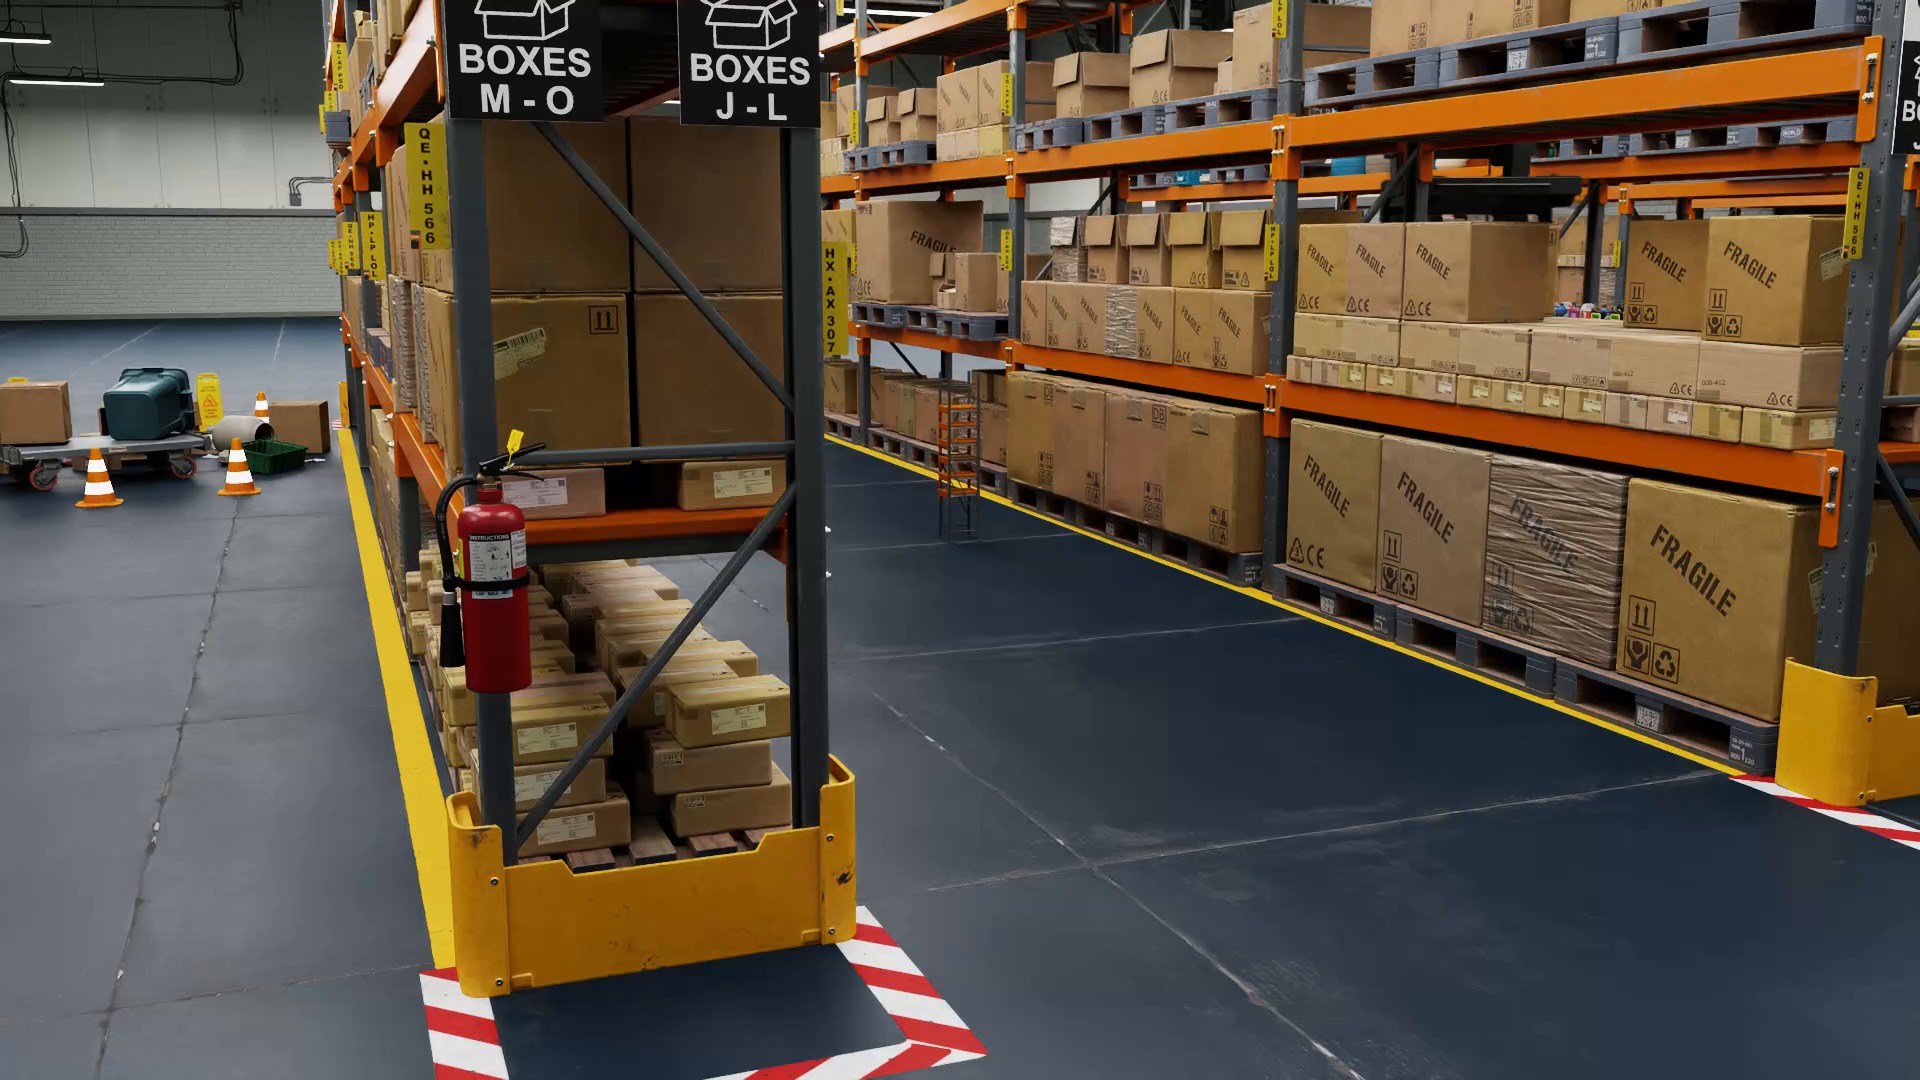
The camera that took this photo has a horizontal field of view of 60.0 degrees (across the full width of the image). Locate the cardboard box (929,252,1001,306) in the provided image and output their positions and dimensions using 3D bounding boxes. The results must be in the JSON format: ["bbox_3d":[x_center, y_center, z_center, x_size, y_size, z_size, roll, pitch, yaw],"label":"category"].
[{"bbox_3d":[0.147,-2.475,15.775,0.797,0.503,0.637,-3,10,-15],"label":"cardboard box"}]

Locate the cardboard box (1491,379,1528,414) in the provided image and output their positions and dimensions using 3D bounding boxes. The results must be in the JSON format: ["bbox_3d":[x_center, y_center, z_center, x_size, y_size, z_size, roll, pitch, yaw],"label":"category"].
[{"bbox_3d":[2.791,-0.699,8.002,0.380,0.149,0.250,-4,11,-20],"label":"cardboard box"}]

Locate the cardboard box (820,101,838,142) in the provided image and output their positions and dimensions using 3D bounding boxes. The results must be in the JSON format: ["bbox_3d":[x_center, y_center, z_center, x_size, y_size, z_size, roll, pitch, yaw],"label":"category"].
[{"bbox_3d":[-1.731,-4.807,19.250,0.500,0.500,0.500,-4,11,-21],"label":"cardboard box"}]

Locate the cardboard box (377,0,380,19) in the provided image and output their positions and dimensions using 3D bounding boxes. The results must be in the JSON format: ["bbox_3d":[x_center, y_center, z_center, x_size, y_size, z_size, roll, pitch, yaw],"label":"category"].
[{"bbox_3d":[-2.377,-2.446,7.541,0.500,0.250,0.500,-4,11,-19],"label":"cardboard box"}]

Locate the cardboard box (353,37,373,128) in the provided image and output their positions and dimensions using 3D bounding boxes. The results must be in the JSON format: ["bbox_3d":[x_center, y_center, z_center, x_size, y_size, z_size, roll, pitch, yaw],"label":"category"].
[{"bbox_3d":[-3.445,-2.797,10.228,0.500,0.500,0.500,-4,11,-21],"label":"cardboard box"}]

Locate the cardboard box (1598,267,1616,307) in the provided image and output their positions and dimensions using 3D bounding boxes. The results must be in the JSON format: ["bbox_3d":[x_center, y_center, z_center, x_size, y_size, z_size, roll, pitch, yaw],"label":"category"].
[{"bbox_3d":[8.500,-3.244,21.306,0.700,0.500,0.500,-4,11,-22],"label":"cardboard box"}]

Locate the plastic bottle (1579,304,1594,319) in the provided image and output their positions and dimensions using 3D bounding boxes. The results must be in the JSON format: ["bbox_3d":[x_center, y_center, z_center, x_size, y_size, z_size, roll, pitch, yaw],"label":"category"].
[{"bbox_3d":[5.521,-1.928,14.550,0.152,0.276,0.135,-4,11,-21],"label":"plastic bottle"}]

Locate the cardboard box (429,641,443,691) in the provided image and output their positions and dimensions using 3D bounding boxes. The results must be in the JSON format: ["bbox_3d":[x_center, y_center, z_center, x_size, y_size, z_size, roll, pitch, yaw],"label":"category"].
[{"bbox_3d":[-1.927,0.490,6.691,0.380,0.149,0.250,-4,11,-20],"label":"cardboard box"}]

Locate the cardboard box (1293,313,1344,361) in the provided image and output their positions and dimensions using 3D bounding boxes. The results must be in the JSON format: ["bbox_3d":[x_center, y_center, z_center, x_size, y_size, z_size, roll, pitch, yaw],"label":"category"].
[{"bbox_3d":[2.257,-1.168,9.501,0.500,0.250,0.500,-4,11,-22],"label":"cardboard box"}]

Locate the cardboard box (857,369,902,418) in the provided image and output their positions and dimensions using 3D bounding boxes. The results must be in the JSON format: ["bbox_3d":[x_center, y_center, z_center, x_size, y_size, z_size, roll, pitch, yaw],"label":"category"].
[{"bbox_3d":[-0.890,-1.631,18.465,0.500,0.500,0.500,0,10,-3],"label":"cardboard box"}]

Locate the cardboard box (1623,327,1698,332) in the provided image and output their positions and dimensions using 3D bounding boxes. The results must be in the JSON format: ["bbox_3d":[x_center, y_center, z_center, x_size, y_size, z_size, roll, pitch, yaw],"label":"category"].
[{"bbox_3d":[3.485,-0.871,7.828,0.500,0.250,0.500,-4,11,-23],"label":"cardboard box"}]

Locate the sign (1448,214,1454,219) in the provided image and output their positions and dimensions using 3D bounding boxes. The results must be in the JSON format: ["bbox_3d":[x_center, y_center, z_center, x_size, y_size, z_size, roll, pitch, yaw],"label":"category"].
[{"bbox_3d":[9.948,-6.565,33.644,0.001,0.298,0.199,-4,11,-21],"label":"sign"}]

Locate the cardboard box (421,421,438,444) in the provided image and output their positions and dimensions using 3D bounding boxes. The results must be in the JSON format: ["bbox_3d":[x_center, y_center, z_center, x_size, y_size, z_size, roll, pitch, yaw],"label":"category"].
[{"bbox_3d":[-2.008,-0.488,6.815,0.380,0.149,0.250,-3,11,-18],"label":"cardboard box"}]

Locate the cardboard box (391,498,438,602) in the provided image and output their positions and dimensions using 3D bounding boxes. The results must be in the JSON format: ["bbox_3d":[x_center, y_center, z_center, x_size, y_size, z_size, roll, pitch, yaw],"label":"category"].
[{"bbox_3d":[-2.831,0.029,9.133,0.500,0.500,0.500,-4,11,-22],"label":"cardboard box"}]

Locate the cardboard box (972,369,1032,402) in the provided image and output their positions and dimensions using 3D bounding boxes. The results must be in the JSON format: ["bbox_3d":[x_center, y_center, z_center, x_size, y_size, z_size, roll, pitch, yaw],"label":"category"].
[{"bbox_3d":[0.409,-1.390,14.910,0.500,0.250,0.500,-3,10,-14],"label":"cardboard box"}]

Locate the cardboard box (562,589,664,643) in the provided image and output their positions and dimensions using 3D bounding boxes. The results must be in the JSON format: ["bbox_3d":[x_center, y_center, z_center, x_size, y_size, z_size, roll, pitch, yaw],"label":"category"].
[{"bbox_3d":[-1.427,0.311,6.851,0.380,0.149,0.250,-4,11,-21],"label":"cardboard box"}]

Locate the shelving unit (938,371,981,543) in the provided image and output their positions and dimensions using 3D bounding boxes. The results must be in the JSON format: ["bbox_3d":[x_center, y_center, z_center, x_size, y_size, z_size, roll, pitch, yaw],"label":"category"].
[{"bbox_3d":[-0.005,-0.593,11.828,0.258,1.200,0.189,-4,11,-21],"label":"shelving unit"}]

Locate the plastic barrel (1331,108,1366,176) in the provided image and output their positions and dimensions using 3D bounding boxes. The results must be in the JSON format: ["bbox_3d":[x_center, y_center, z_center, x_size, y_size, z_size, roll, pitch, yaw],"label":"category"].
[{"bbox_3d":[4.435,-4.463,18.450,0.600,0.901,0.708,-4,11,-21],"label":"plastic barrel"}]

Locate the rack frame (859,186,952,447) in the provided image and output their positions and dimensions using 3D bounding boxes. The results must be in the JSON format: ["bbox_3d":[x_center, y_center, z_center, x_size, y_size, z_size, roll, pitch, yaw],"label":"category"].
[{"bbox_3d":[-0.568,-2.495,17.379,1.000,3.000,0.127,-4,11,-21],"label":"rack frame"}]

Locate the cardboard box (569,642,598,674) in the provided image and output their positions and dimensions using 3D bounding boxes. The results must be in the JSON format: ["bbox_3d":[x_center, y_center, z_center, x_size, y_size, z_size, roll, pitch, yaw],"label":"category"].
[{"bbox_3d":[-1.360,0.501,6.632,0.380,0.149,0.250,-3,11,-18],"label":"cardboard box"}]

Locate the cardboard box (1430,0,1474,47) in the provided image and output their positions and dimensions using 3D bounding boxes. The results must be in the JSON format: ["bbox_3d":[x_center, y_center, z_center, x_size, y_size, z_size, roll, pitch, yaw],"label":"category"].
[{"bbox_3d":[2.862,-2.759,8.529,0.700,0.500,0.500,-3,11,-18],"label":"cardboard box"}]

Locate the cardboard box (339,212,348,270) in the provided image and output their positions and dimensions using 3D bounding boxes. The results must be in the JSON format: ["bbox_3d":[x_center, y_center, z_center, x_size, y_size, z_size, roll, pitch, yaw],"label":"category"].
[{"bbox_3d":[-5.636,-2.947,16.409,0.875,0.550,0.550,-4,11,-21],"label":"cardboard box"}]

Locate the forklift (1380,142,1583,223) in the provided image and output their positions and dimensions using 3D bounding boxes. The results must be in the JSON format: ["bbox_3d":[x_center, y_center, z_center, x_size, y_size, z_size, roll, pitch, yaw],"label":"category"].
[{"bbox_3d":[3.283,-1.282,10.756,1.130,2.935,3.031,1,10,4],"label":"forklift"}]

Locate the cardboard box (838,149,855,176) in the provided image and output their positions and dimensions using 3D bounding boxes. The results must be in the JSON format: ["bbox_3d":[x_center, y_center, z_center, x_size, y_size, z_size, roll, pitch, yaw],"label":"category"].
[{"bbox_3d":[-0.976,-3.955,17.455,0.500,0.250,0.500,-3,11,-19],"label":"cardboard box"}]

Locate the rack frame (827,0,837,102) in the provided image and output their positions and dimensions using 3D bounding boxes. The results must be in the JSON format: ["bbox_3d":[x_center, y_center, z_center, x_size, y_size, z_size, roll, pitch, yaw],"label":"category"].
[{"bbox_3d":[-2.017,-6.101,20.524,1.000,3.000,0.127,-4,11,-21],"label":"rack frame"}]

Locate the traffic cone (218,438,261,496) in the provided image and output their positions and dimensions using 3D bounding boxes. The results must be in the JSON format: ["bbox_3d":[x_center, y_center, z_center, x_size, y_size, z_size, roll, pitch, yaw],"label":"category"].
[{"bbox_3d":[-6.149,-0.633,14.155,0.336,0.463,0.334,-4,11,-21],"label":"traffic cone"}]

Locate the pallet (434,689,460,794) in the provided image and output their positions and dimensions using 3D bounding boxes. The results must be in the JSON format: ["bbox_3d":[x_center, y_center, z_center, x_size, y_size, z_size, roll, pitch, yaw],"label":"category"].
[{"bbox_3d":[-1.606,0.789,6.880,1.003,0.211,1.213,-4,11,-21],"label":"pallet"}]

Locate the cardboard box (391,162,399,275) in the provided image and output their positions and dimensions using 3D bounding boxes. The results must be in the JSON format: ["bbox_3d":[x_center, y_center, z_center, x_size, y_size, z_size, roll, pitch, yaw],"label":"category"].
[{"bbox_3d":[-2.190,-1.406,7.268,0.500,0.500,0.500,-4,11,-23],"label":"cardboard box"}]

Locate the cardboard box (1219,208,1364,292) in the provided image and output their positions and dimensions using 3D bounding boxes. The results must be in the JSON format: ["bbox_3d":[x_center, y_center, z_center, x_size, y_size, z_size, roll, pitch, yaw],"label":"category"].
[{"bbox_3d":[2.092,-1.836,10.525,0.797,0.503,0.637,-4,11,-22],"label":"cardboard box"}]

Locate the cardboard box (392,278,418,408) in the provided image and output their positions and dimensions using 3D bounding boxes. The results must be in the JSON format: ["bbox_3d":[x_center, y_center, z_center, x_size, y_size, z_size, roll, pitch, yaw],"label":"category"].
[{"bbox_3d":[-2.049,-0.825,6.855,0.500,0.500,0.500,-4,11,-22],"label":"cardboard box"}]

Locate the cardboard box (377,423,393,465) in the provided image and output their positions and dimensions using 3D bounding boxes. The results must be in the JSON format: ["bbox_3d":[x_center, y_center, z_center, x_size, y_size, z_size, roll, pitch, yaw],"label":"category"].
[{"bbox_3d":[-3.402,-0.596,10.505,0.500,0.250,0.500,-4,11,-20],"label":"cardboard box"}]

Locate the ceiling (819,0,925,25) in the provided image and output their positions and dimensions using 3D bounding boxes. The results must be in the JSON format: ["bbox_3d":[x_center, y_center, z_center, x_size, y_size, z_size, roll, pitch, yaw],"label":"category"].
[{"bbox_3d":[-4.672,-15.854,49.660,6.000,0.001,6.000,-4,11,-21],"label":"ceiling"}]

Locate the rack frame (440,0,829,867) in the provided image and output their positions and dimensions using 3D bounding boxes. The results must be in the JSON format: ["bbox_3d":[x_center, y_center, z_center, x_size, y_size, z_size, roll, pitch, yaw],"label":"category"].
[{"bbox_3d":[-0.879,-0.238,4.691,1.000,3.000,0.127,-4,11,-21],"label":"rack frame"}]

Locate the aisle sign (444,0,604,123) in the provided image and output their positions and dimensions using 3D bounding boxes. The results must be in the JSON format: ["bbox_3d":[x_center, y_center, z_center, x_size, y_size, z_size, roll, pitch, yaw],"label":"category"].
[{"bbox_3d":[-1.132,-1.487,4.289,0.394,0.787,0.004,-4,11,-21],"label":"aisle sign"}]

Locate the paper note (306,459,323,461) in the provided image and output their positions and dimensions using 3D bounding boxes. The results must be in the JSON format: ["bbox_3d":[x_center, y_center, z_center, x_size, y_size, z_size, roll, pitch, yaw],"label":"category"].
[{"bbox_3d":[-6.315,-0.787,16.256,0.142,0.020,0.147,5,11,28],"label":"paper note"}]

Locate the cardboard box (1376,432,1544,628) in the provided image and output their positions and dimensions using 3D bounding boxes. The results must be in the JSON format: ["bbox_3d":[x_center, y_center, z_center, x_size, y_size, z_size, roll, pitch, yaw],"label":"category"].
[{"bbox_3d":[2.822,-0.090,8.727,0.875,0.875,0.875,-4,11,-21],"label":"cardboard box"}]

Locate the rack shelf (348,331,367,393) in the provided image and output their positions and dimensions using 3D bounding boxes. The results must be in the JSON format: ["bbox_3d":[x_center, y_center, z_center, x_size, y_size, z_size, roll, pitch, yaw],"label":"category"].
[{"bbox_3d":[-4.502,-1.516,13.930,1.077,0.370,4.000,-4,11,-21],"label":"rack shelf"}]

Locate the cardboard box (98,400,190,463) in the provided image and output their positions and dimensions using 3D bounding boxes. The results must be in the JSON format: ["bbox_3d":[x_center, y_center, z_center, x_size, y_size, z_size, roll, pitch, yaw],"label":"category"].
[{"bbox_3d":[-7.911,-1.078,16.157,0.797,0.637,0.503,-4,11,-21],"label":"cardboard box"}]

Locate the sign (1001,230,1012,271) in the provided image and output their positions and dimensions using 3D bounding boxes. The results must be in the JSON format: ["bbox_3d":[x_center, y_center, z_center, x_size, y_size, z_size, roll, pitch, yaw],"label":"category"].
[{"bbox_3d":[0.379,-2.337,13.412,0.100,0.325,0.005,-4,11,-21],"label":"sign"}]

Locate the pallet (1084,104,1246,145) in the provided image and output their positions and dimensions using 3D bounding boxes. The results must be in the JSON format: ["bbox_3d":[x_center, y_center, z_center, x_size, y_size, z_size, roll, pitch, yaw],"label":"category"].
[{"bbox_3d":[1.573,-2.941,11.865,1.003,0.211,1.213,-3,11,-18],"label":"pallet"}]

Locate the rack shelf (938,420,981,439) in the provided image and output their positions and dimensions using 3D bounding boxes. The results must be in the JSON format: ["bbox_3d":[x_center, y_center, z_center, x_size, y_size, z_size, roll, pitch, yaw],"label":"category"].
[{"bbox_3d":[-0.005,-0.786,11.794,0.258,0.103,0.180,-4,11,-21],"label":"rack shelf"}]

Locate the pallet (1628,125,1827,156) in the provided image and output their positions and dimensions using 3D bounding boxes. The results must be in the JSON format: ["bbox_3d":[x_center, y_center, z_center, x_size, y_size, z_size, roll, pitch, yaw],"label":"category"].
[{"bbox_3d":[6.159,-3.194,13.283,1.003,0.211,1.213,-4,11,-21],"label":"pallet"}]

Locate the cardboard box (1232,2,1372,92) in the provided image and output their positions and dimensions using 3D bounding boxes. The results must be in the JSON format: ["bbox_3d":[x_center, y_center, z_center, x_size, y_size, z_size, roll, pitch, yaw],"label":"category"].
[{"bbox_3d":[2.112,-3.016,10.258,0.700,0.500,0.500,-4,11,-20],"label":"cardboard box"}]

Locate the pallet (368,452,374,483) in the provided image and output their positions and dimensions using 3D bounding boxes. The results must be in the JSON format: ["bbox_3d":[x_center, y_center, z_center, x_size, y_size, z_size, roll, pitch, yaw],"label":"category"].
[{"bbox_3d":[-4.877,-0.702,15.265,1.003,0.211,1.213,-4,11,-21],"label":"pallet"}]

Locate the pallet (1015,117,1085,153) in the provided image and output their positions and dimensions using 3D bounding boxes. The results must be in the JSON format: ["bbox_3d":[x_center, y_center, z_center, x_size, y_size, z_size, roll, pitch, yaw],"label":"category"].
[{"bbox_3d":[1.165,-3.124,12.890,1.213,0.211,1.003,-3,11,-18],"label":"pallet"}]

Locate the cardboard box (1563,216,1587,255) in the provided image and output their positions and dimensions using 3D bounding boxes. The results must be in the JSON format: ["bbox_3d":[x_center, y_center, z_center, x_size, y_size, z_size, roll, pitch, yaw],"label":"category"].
[{"bbox_3d":[8.316,-3.965,21.656,0.700,0.500,0.500,-4,11,-21],"label":"cardboard box"}]

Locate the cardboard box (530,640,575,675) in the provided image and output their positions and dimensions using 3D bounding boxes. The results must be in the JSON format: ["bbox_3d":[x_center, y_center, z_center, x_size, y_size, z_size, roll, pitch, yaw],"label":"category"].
[{"bbox_3d":[-1.591,0.471,5.950,0.380,0.149,0.250,-4,11,-23],"label":"cardboard box"}]

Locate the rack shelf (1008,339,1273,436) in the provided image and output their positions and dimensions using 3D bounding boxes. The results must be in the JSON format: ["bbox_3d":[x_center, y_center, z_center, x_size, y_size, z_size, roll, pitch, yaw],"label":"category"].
[{"bbox_3d":[1.607,-1.161,11.936,1.077,0.370,4.000,-4,11,-21],"label":"rack shelf"}]

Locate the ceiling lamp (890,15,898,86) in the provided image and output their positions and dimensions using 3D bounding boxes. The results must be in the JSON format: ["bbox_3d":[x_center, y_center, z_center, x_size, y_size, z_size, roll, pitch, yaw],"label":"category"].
[{"bbox_3d":[-1.202,-13.810,47.194,2.000,3.185,0.800,-4,11,-21],"label":"ceiling lamp"}]

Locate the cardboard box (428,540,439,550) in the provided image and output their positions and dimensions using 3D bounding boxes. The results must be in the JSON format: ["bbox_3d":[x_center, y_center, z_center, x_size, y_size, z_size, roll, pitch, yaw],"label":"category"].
[{"bbox_3d":[-2.396,0.083,8.132,0.380,0.149,0.250,-3,11,-19],"label":"cardboard box"}]

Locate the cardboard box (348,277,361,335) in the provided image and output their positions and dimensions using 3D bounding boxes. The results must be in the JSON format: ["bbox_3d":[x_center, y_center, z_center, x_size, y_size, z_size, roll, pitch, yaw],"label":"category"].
[{"bbox_3d":[-5.104,-2.060,14.652,0.500,0.500,0.500,-4,11,-20],"label":"cardboard box"}]

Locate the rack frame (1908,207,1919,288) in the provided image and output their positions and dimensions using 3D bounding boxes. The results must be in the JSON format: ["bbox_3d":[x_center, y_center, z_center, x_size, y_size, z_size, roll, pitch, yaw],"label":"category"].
[{"bbox_3d":[10.116,-2.470,17.239,1.000,3.000,0.127,-4,11,-21],"label":"rack frame"}]

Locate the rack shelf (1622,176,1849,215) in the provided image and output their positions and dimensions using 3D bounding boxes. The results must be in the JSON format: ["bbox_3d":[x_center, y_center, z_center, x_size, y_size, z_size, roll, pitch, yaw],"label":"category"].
[{"bbox_3d":[9.391,-3.919,18.875,1.077,0.370,4.000,-4,11,-21],"label":"rack shelf"}]

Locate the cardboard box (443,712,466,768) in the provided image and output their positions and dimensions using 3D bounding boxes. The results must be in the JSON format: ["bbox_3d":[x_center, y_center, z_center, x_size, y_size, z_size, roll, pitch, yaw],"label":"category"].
[{"bbox_3d":[-1.719,0.725,6.219,0.380,0.149,0.250,-4,11,-23],"label":"cardboard box"}]

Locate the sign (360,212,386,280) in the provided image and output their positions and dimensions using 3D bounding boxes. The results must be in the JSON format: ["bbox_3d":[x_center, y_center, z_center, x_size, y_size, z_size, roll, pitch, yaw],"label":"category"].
[{"bbox_3d":[-2.844,-1.425,8.058,0.100,0.325,0.005,-4,11,-21],"label":"sign"}]
